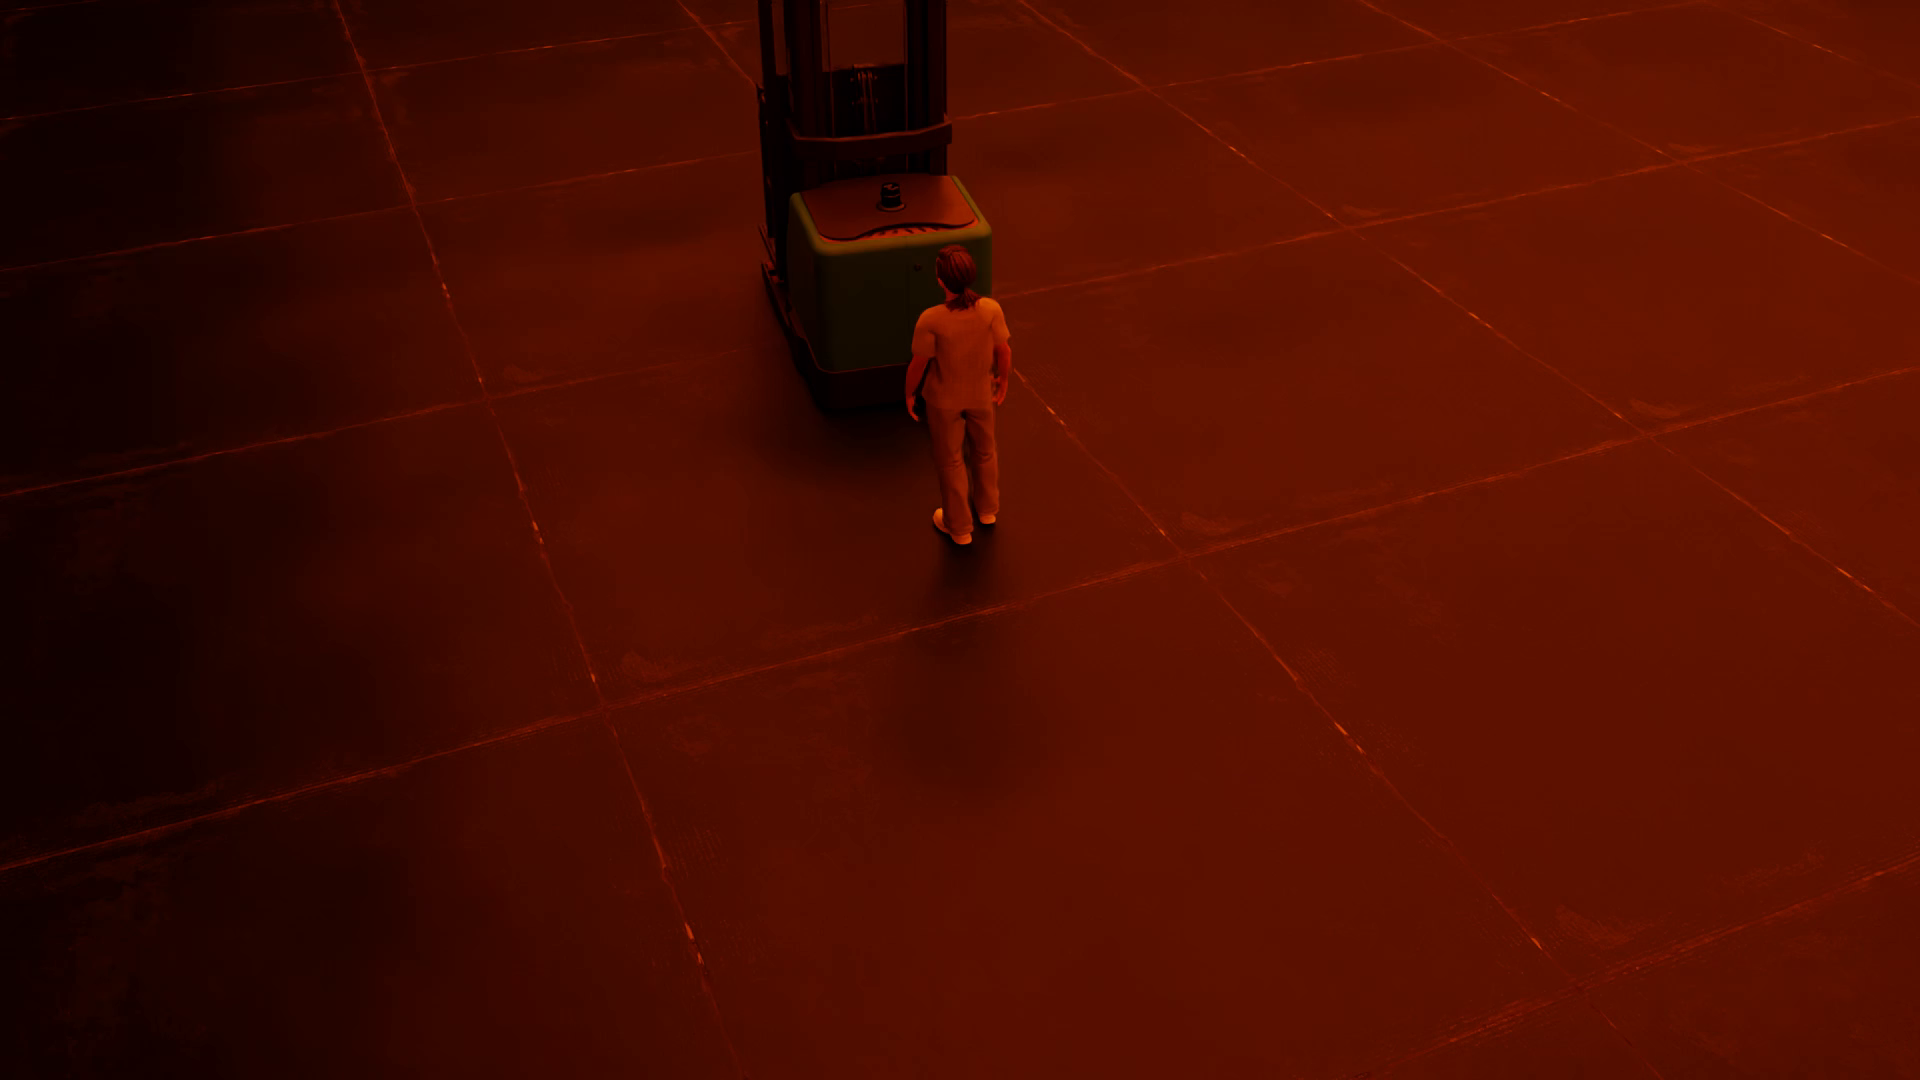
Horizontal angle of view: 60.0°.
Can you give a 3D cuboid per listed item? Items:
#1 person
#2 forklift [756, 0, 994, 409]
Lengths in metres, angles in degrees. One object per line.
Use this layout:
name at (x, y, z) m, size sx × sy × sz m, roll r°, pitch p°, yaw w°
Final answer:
person at (-0.027, -0.736, 8.211) m, size 0.526 × 1.677 × 0.574 m, roll -9°, pitch 36°, yaw -12°
forklift at (-0.680, -2.800, 10.036) m, size 1.130 × 2.935 × 3.031 m, roll -9°, pitch 36°, yaw -12°
